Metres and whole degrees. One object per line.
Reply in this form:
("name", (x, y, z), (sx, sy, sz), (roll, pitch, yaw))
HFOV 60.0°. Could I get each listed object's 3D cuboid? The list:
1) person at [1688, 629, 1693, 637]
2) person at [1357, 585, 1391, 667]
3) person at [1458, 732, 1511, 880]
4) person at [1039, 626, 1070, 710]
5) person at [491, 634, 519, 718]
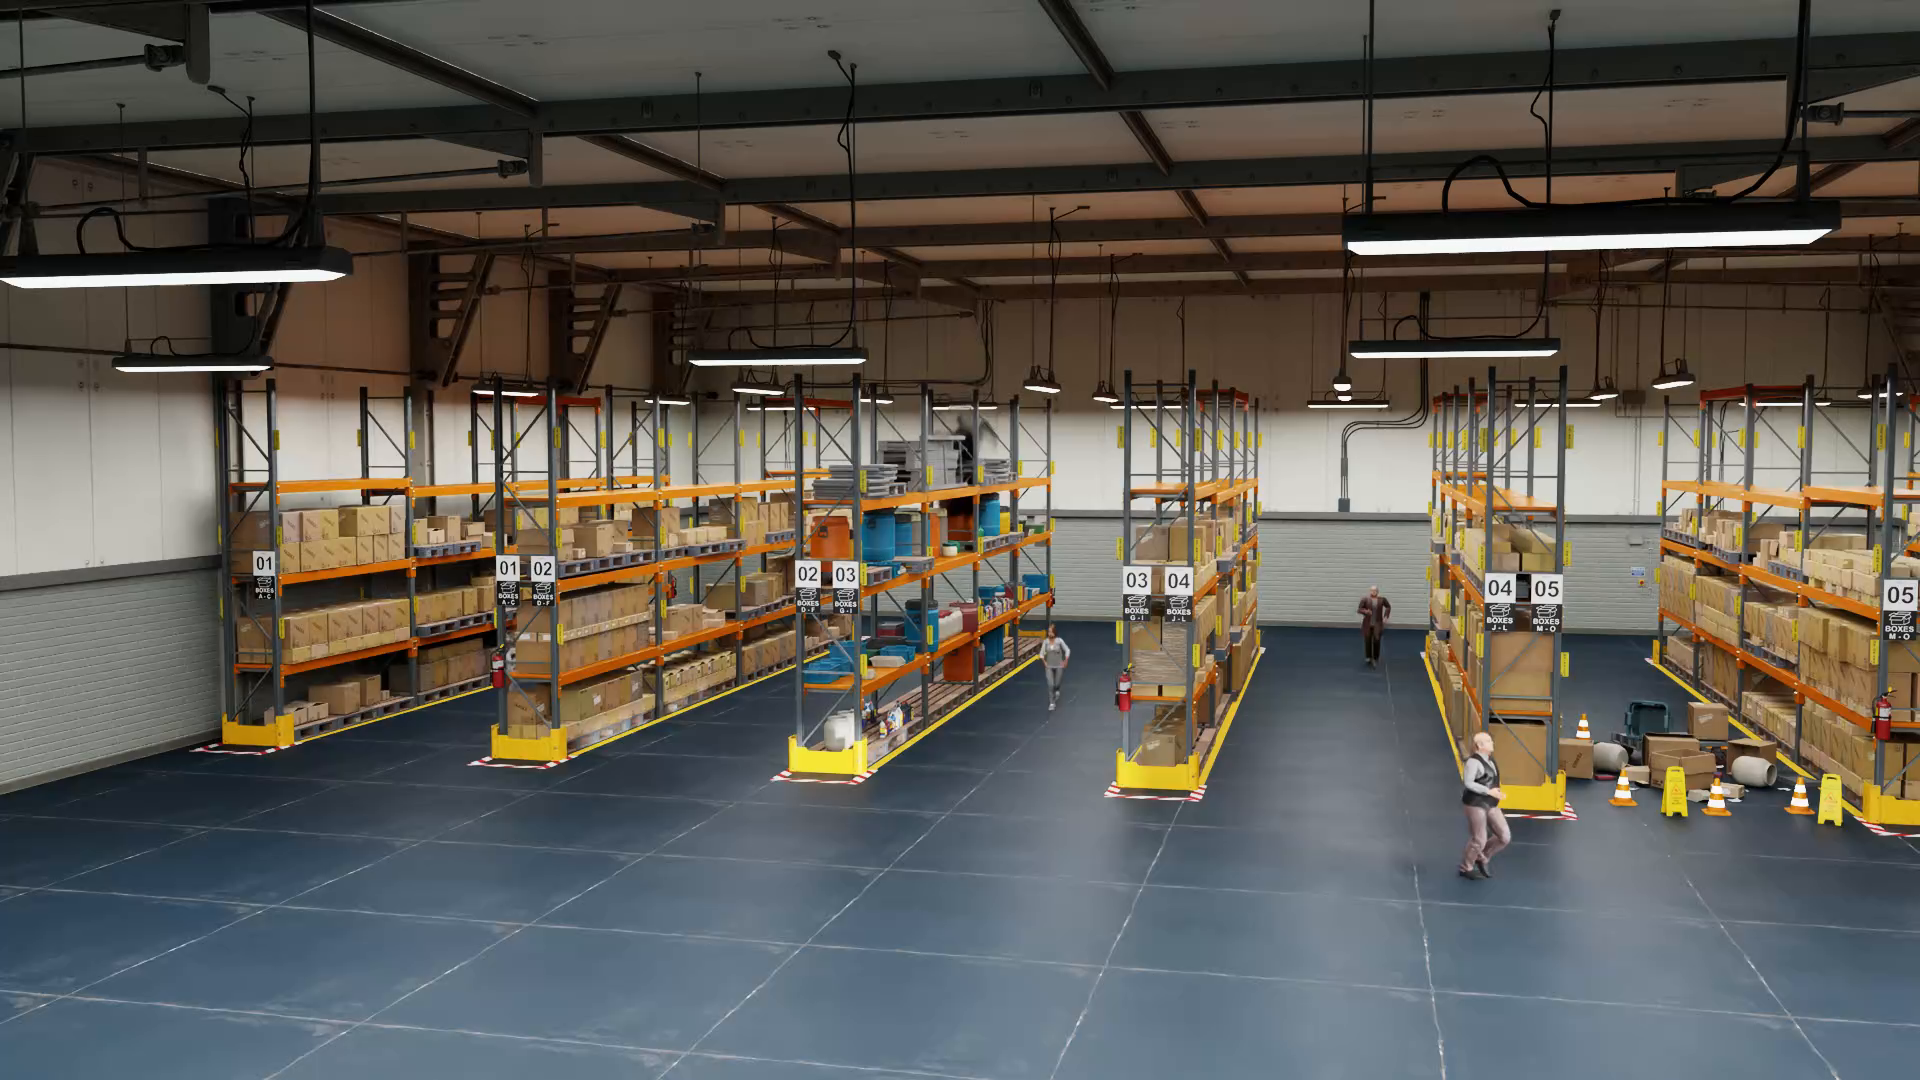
("person", (16.916, 1.886, 38.277), (0.658, 1.679, 0.752), (-2, 4, -31))
("person", (9.172, 1.914, 36.892), (0.711, 1.815, 0.789), (1, 4, 16))
("person", (5.934, 3.021, 18.801), (0.662, 1.693, 0.639), (-3, 5, -42))
("person", (1.752, 2.378, 30.939), (0.555, 1.562, 0.612), (1, 3, 12))
("person", (-7.878, 2.445, 29.038), (0.561, 1.658, 0.681), (0, 3, -4))
